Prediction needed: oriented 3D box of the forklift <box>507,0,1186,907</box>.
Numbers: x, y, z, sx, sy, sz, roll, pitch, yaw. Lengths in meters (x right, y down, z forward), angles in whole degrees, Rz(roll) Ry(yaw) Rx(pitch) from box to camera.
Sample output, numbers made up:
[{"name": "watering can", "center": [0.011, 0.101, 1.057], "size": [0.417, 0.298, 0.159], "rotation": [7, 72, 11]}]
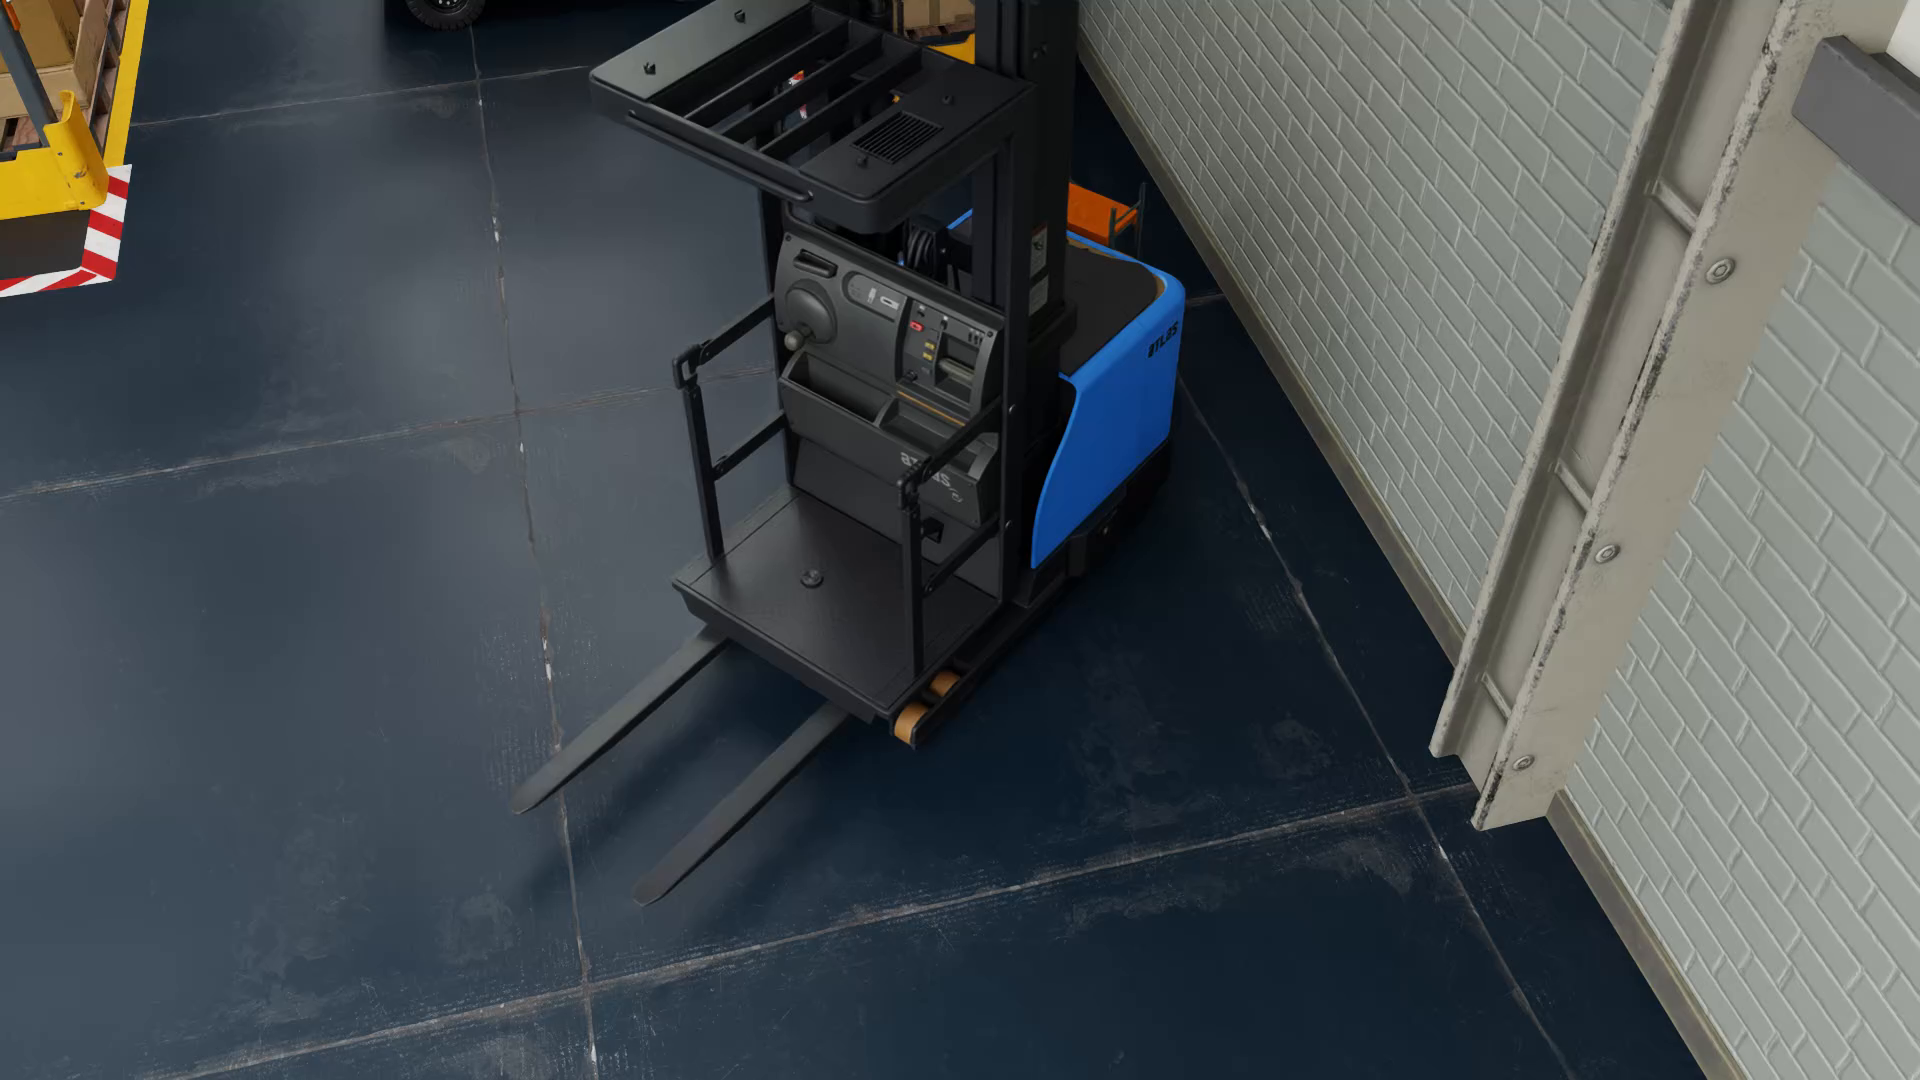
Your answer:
[{"name": "forklift", "center": [-0.393, -0.659, 5.594], "size": [1.130, 2.935, 3.031], "rotation": [29, 52, 25]}]

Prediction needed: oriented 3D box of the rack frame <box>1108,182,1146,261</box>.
[{"name": "rack frame", "center": [0.677, -0.962, 7.103], "size": [0.015, 1.200, 0.240], "rotation": [28, 52, 25]}]

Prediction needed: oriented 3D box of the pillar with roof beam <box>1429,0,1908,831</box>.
[{"name": "pillar with roof beam", "center": [-2.206, -1.481, 2.151], "size": [9.100, 9.000, 0.400], "rotation": [-11, 47, -10]}]

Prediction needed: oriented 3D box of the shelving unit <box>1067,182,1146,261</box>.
[{"name": "shelving unit", "center": [0.482, -1.067, 7.206], "size": [0.503, 1.200, 0.258], "rotation": [28, 52, 25]}]

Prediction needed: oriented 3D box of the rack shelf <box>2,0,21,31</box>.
[{"name": "rack shelf", "center": [-5.582, -3.884, 9.210], "size": [1.077, 0.370, 4.000], "rotation": [-11, 47, -10]}]

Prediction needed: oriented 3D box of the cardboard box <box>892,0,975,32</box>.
[{"name": "cardboard box", "center": [-0.210, -3.224, 9.692], "size": [0.500, 0.250, 0.500], "rotation": [-11, 47, -10]}]

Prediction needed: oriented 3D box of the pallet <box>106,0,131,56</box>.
[{"name": "pallet", "center": [-5.572, -3.239, 10.027], "size": [1.003, 0.211, 1.213], "rotation": [-11, 47, -10]}]

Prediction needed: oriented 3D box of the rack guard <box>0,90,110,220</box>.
[{"name": "rack guard", "center": [-5.090, -1.932, 8.544], "size": [1.175, 0.500, 0.348], "rotation": [-11, 47, -10]}]

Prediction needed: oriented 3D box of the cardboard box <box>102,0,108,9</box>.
[{"name": "cardboard box", "center": [-5.285, -3.275, 9.741], "size": [0.500, 0.250, 0.500], "rotation": [-8, 46, -8]}]

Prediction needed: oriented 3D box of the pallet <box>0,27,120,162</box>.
[{"name": "pallet", "center": [-5.264, -2.399, 9.204], "size": [1.003, 0.211, 1.213], "rotation": [-11, 47, -10]}]

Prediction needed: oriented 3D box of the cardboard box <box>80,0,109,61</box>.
[{"name": "cardboard box", "center": [-5.133, -2.901, 9.374], "size": [0.500, 0.250, 0.500], "rotation": [-9, 46, -9]}]

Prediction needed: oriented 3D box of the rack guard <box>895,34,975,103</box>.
[{"name": "rack guard", "center": [-0.267, -2.773, 9.369], "size": [1.175, 0.500, 0.348], "rotation": [-11, 47, -10]}]

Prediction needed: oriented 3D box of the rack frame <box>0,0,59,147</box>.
[{"name": "rack frame", "center": [-5.070, -2.755, 7.600], "size": [1.000, 3.000, 0.127], "rotation": [-11, 47, -10]}]

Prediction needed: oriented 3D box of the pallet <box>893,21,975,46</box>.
[{"name": "pallet", "center": [-0.509, -3.209, 9.998], "size": [1.003, 0.211, 1.213], "rotation": [-11, 47, -10]}]

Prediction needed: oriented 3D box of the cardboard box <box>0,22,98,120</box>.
[{"name": "cardboard box", "center": [-5.010, -2.547, 9.028], "size": [0.500, 0.250, 0.500], "rotation": [-11, 47, -11]}]

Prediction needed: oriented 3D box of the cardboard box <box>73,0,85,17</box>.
[{"name": "cardboard box", "center": [-5.154, -3.186, 9.129], "size": [0.500, 0.500, 0.500], "rotation": [-12, 47, -12]}]

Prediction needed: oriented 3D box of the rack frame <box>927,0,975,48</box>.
[{"name": "rack frame", "center": [-0.273, -3.665, 8.492], "size": [1.000, 3.000, 0.127], "rotation": [-11, 47, -10]}]

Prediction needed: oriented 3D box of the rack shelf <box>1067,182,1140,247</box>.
[{"name": "rack shelf", "center": [0.482, -1.342, 6.925], "size": [0.480, 0.148, 0.258], "rotation": [28, 52, 25]}]

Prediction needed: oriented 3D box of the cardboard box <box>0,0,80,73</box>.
[{"name": "cardboard box", "center": [-5.016, -2.826, 8.776], "size": [0.500, 0.500, 0.500], "rotation": [-12, 47, -12]}]

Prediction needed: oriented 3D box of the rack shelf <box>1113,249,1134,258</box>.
[{"name": "rack shelf", "center": [0.482, -1.176, 7.094], "size": [0.480, 0.148, 0.258], "rotation": [28, 52, 25]}]

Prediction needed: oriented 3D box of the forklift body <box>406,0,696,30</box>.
[{"name": "forklift body", "center": [-2.522, -4.343, 9.751], "size": [2.313, 2.155, 1.214], "rotation": [-11, 47, -10]}]
